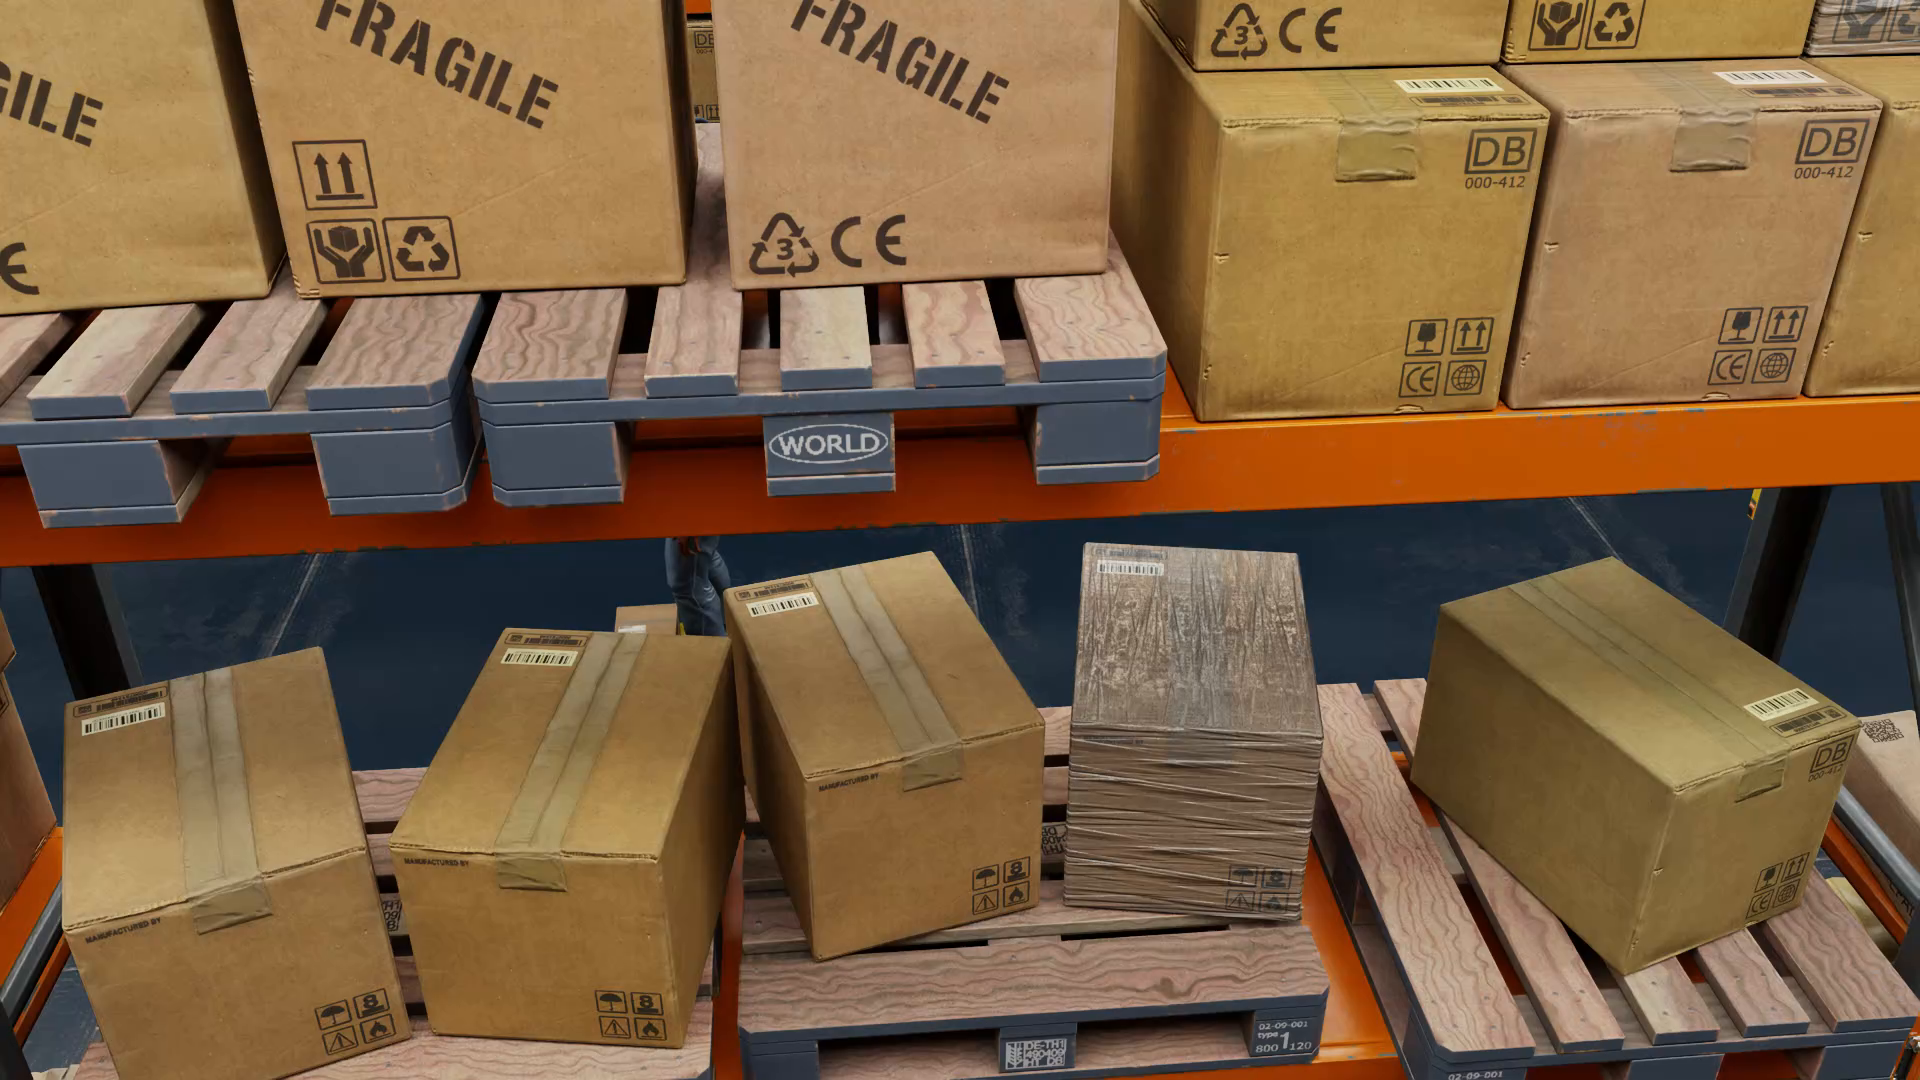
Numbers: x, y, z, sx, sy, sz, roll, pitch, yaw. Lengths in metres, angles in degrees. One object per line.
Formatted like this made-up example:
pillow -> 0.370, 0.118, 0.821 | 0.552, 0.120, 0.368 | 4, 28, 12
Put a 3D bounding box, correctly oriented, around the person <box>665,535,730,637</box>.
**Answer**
person -> -1.056, -0.219, 6.482 | 0.462, 1.759, 0.632 | -5, 31, -8
